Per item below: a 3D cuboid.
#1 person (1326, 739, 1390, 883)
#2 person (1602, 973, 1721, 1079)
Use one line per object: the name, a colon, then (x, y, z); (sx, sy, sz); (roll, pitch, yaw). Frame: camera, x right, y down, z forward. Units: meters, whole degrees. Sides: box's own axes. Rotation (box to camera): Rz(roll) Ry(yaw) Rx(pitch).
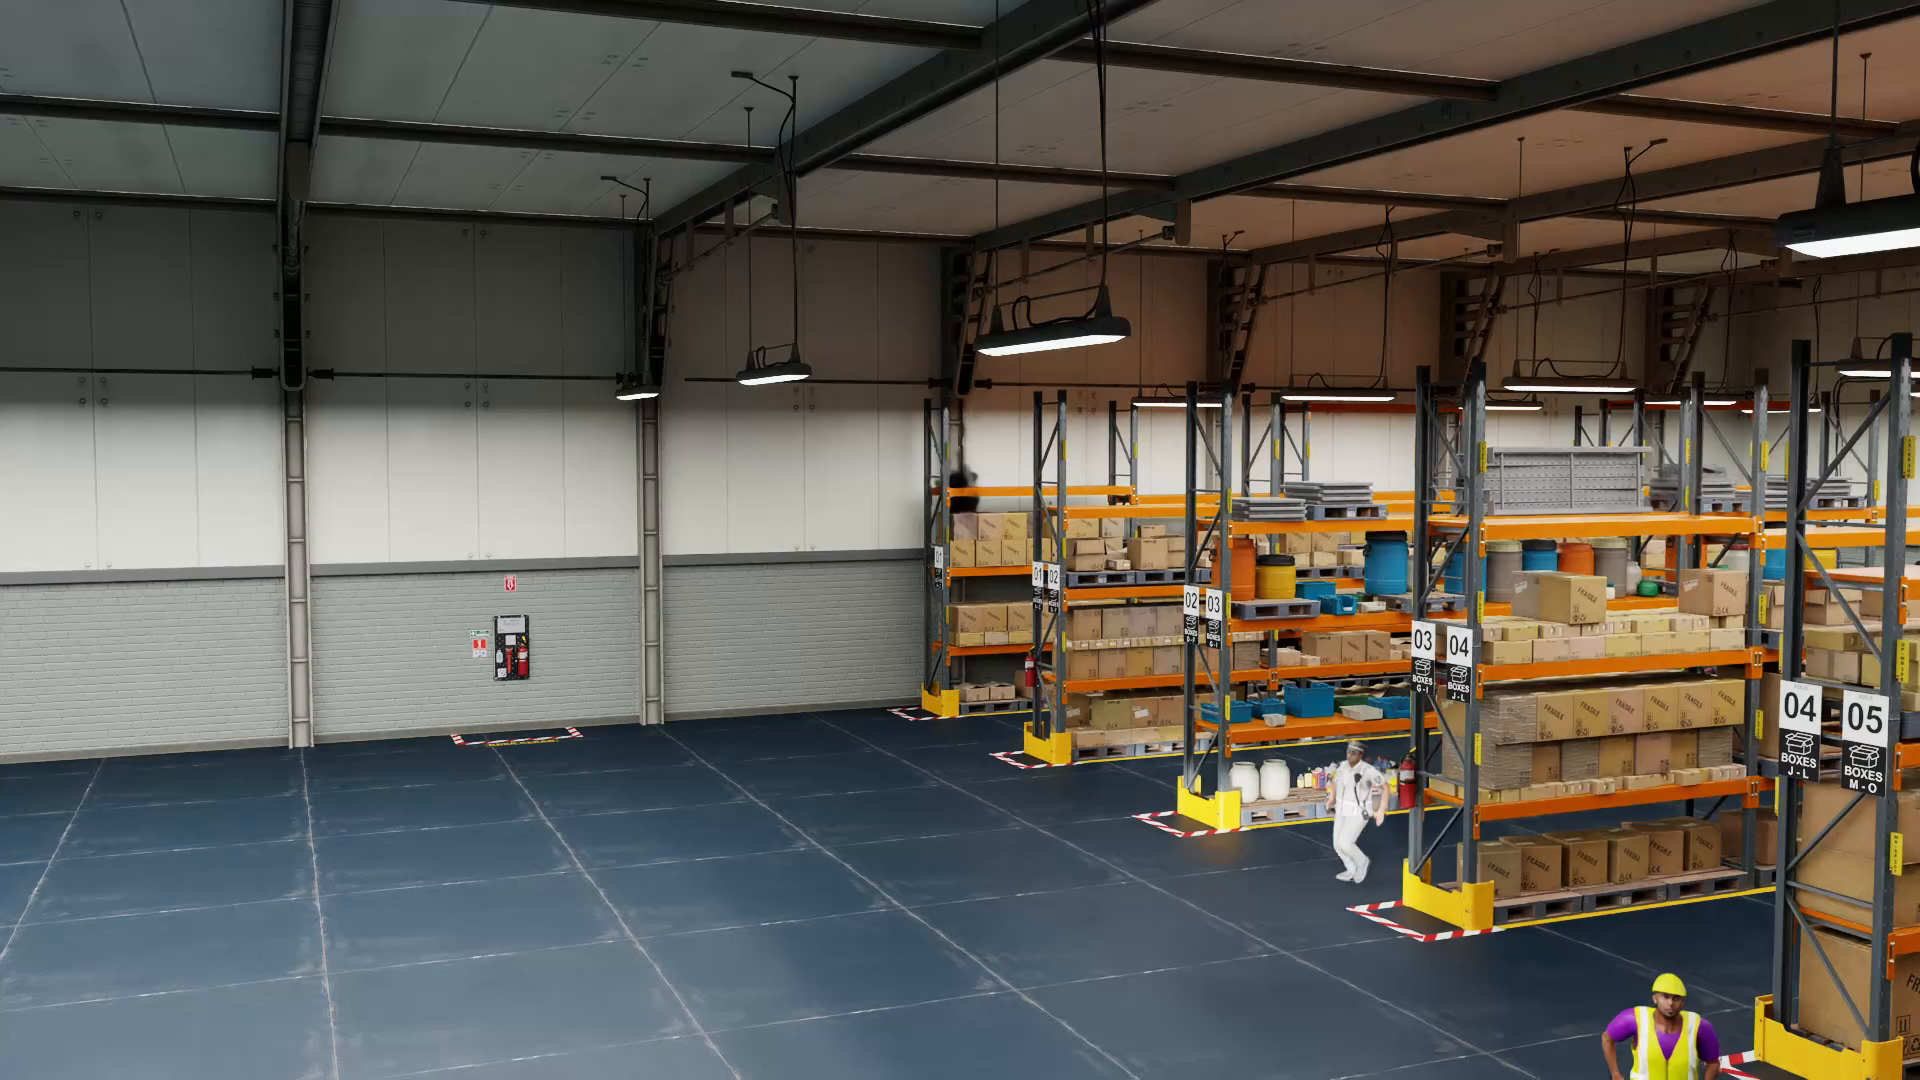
person: (4.565, 3.155, 19.313); (0.608, 1.709, 0.715); (-2, 4, -34)
person: (4.575, 3.664, 10.819); (0.706, 1.718, 0.557); (1, 3, 14)
